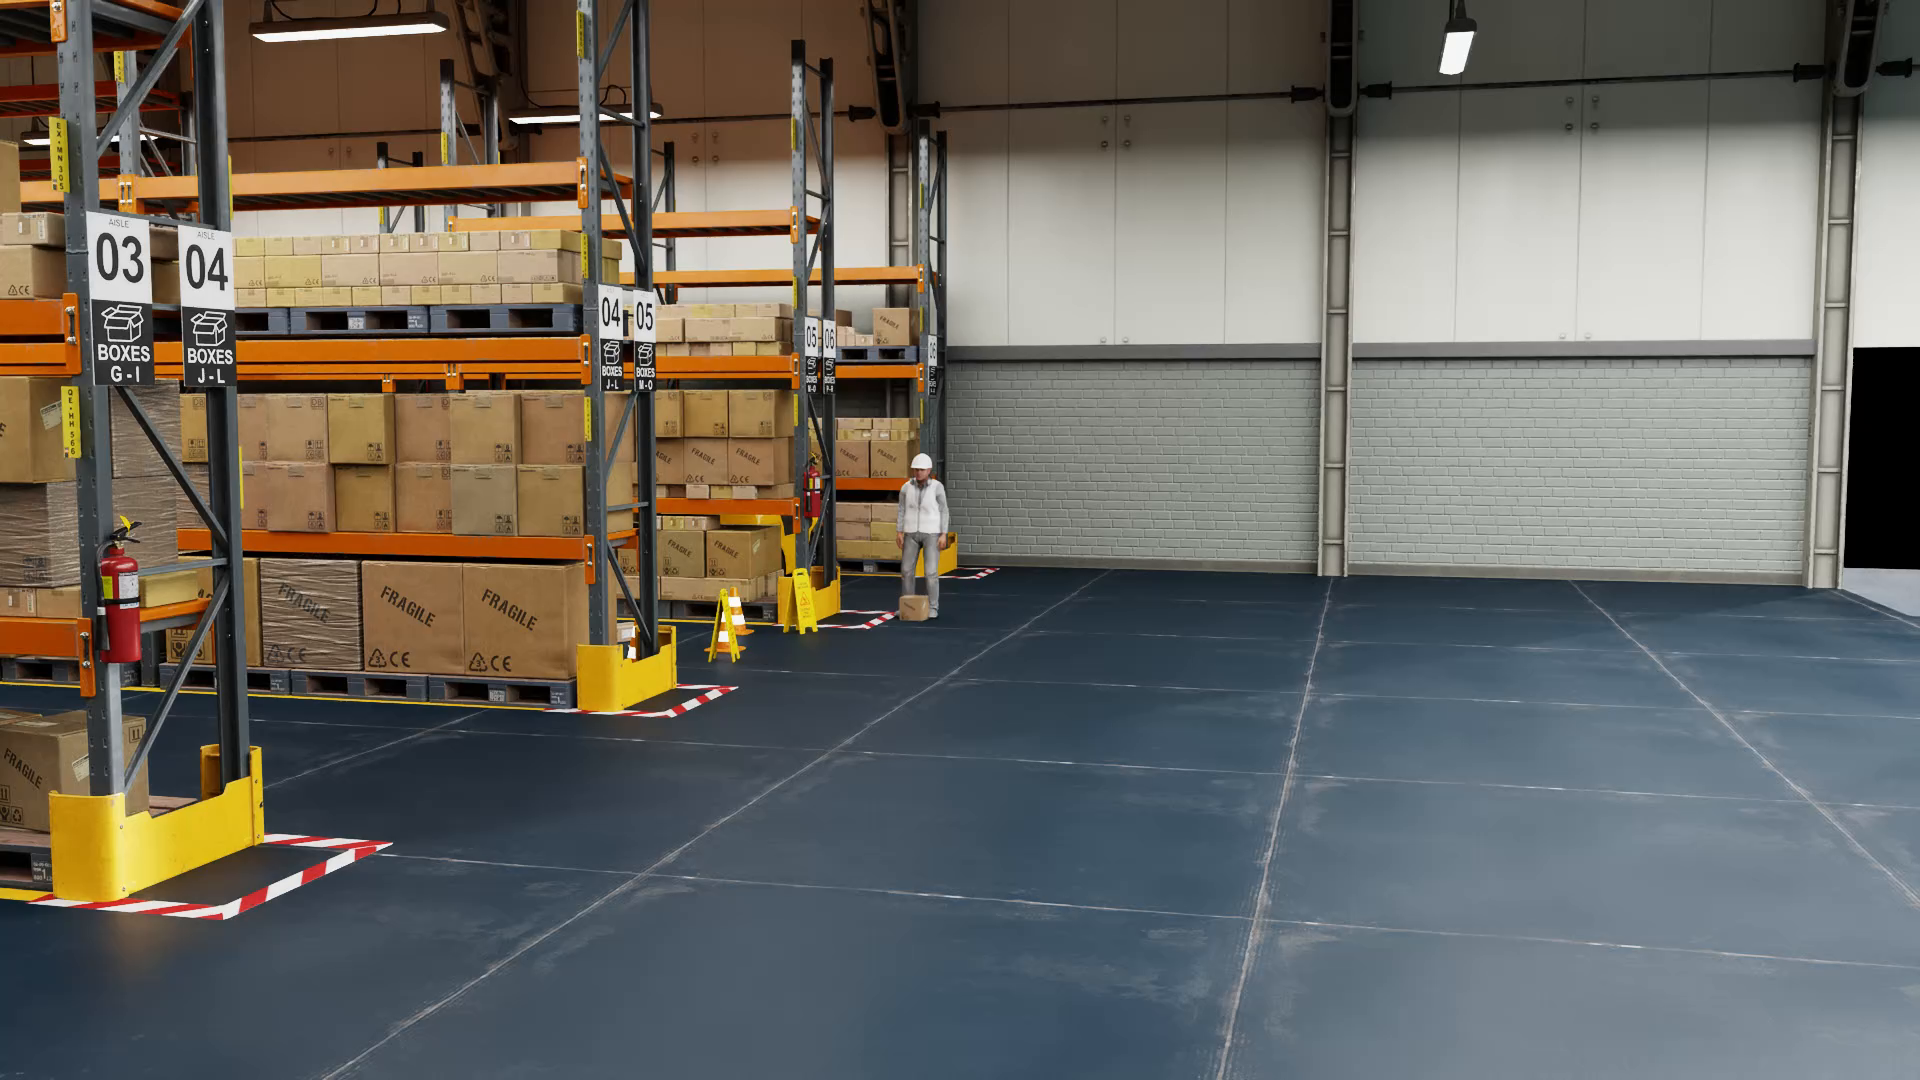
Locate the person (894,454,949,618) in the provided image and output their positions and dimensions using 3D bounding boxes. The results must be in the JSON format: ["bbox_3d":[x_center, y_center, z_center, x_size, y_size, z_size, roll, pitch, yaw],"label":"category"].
[{"bbox_3d":[-0.411,-0.051,17.971,0.579,1.769,0.466,1,5,16],"label":"person"}]
